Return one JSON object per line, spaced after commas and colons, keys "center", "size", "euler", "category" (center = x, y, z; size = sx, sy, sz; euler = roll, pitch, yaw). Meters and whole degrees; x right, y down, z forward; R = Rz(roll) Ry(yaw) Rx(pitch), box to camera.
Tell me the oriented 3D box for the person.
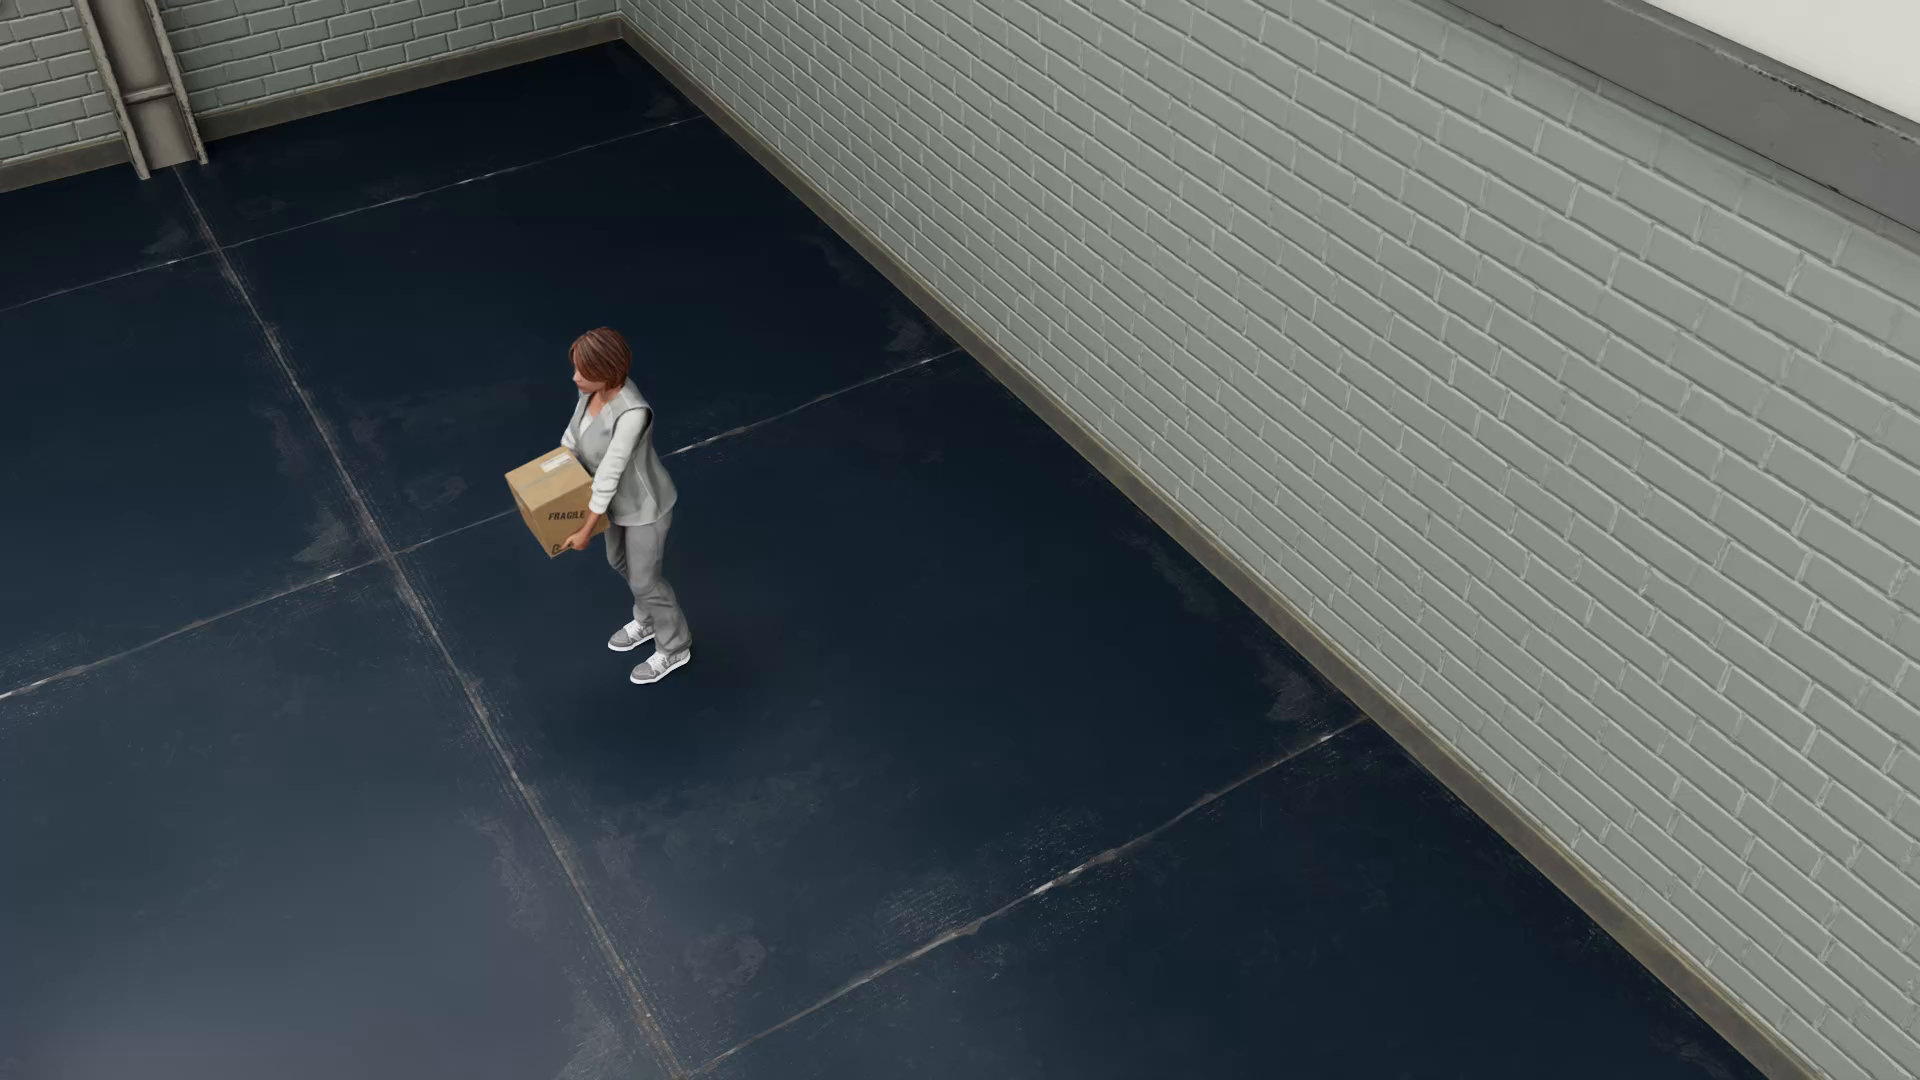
{"center": [-1.319, -0.106, 6.290], "size": [0.503, 1.598, 0.375], "euler": [-24, 47, -24], "category": "person"}
